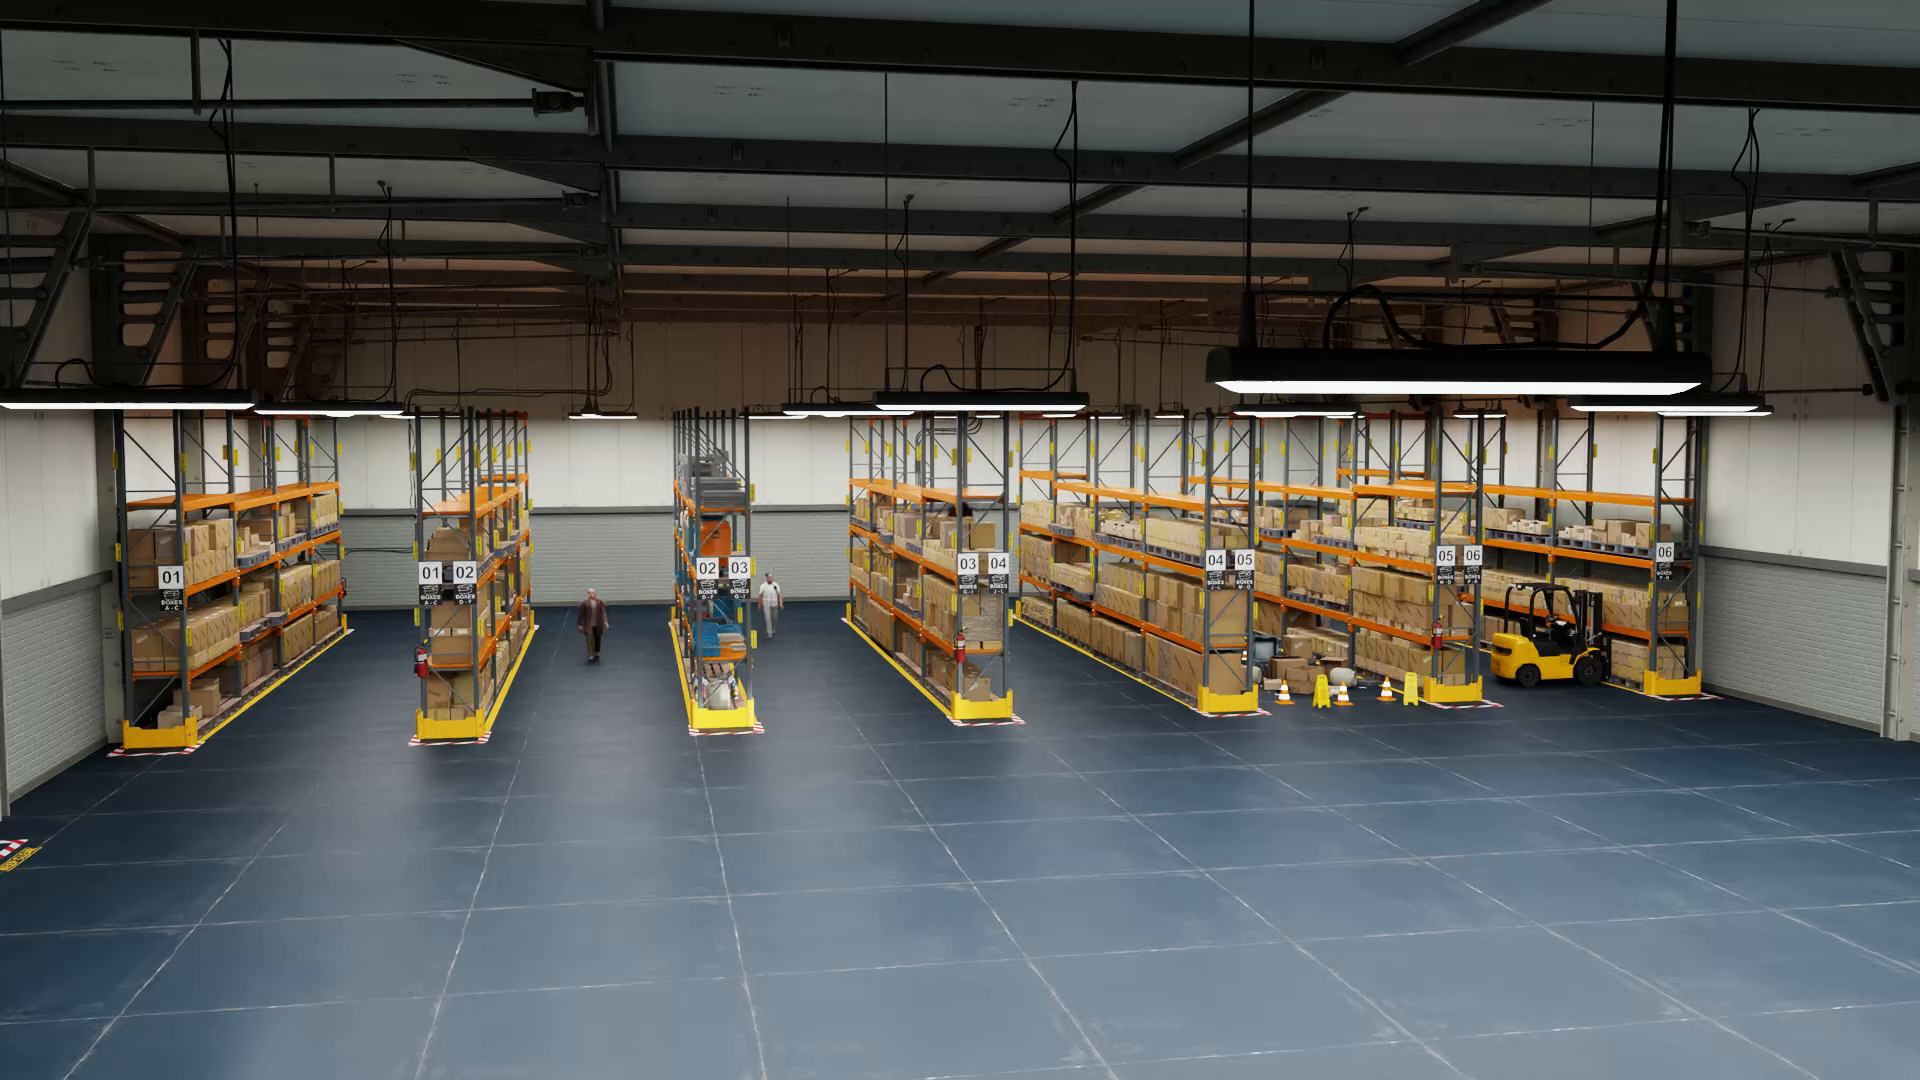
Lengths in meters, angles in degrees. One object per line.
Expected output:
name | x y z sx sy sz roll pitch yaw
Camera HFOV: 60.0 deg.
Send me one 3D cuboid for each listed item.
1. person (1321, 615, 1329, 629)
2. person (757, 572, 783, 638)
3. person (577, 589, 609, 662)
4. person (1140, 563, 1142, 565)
person | 9.846 1.648 44.992 0.457 1.780 0.585 0 4 4
person | -5.052 1.718 44.263 0.644 1.721 1.072 -1 4 -15
person | -8.795 2.028 39.805 0.741 1.726 1.162 -1 4 -15
person | 5.141 1.561 46.973 0.581 1.849 0.770 -3 5 -37
